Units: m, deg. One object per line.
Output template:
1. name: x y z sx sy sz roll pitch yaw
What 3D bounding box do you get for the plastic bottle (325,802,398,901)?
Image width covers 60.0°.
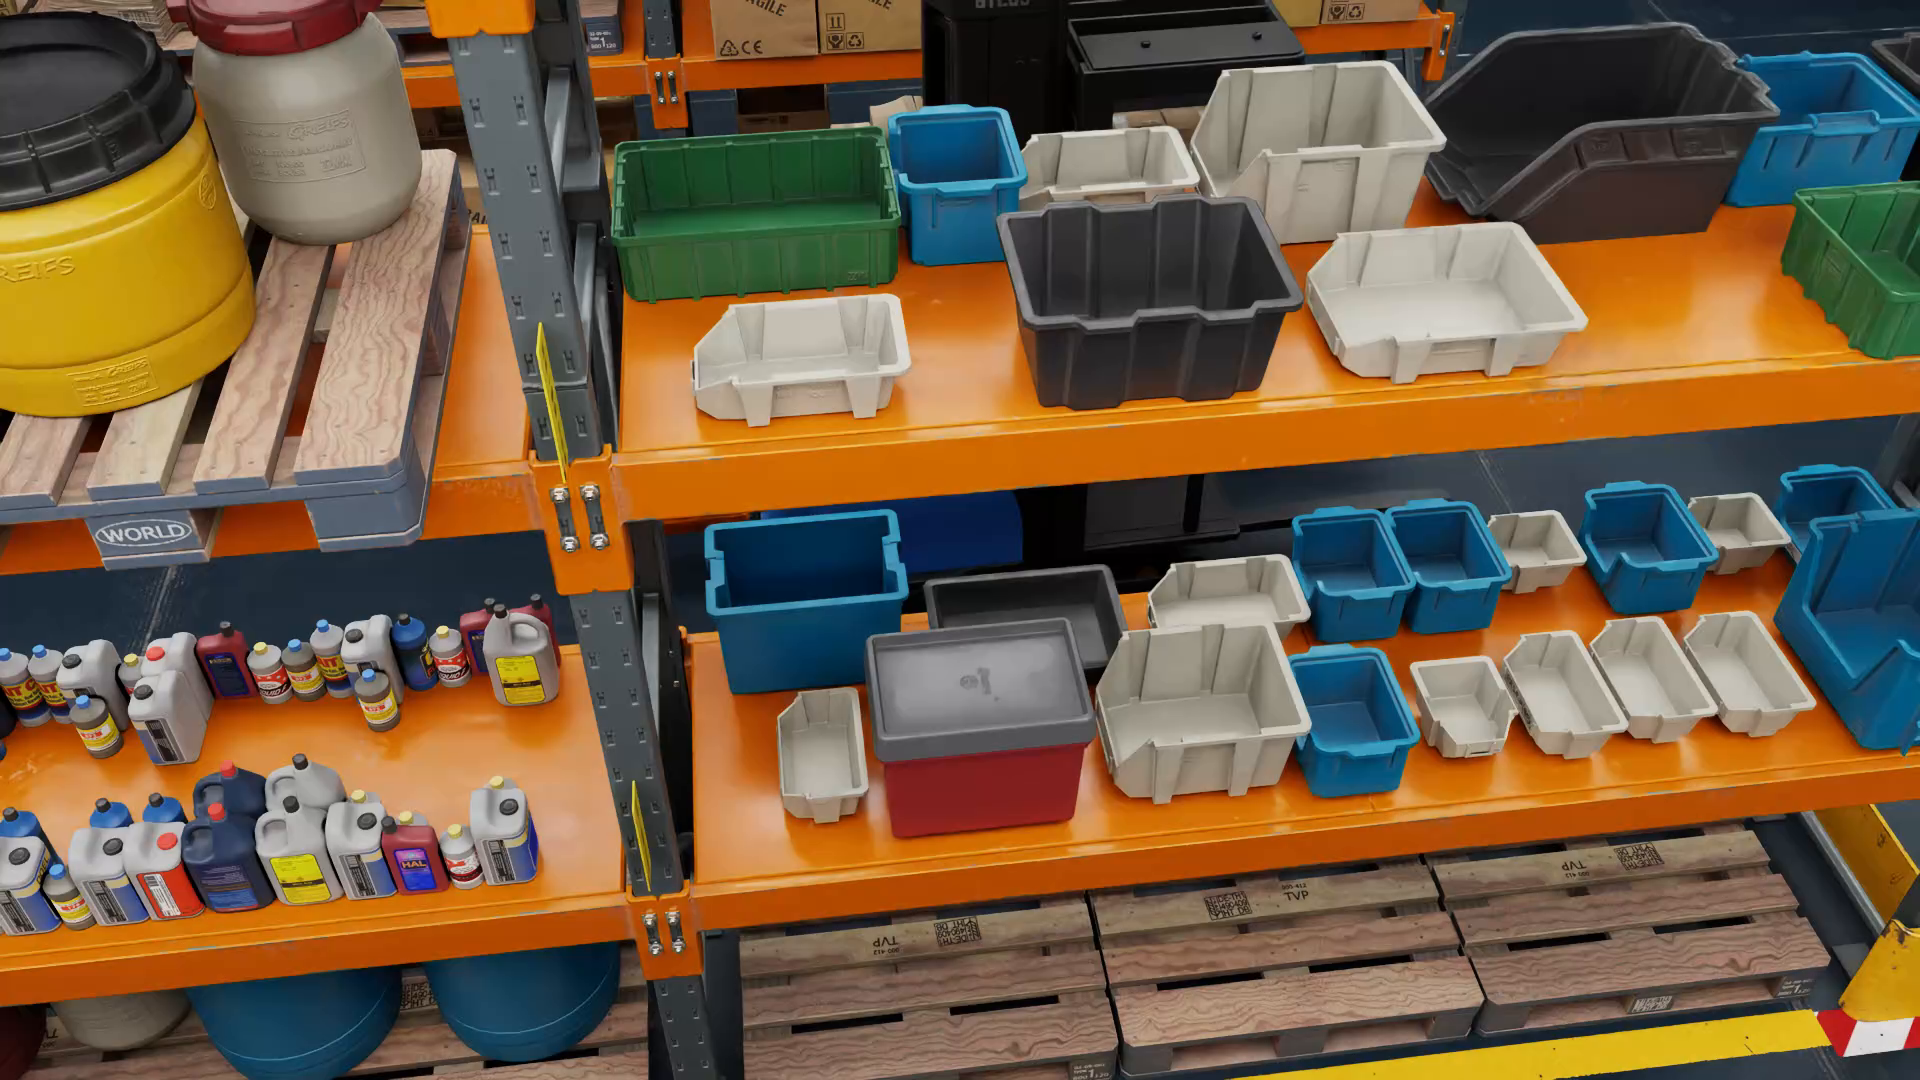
1. plastic bottle: -1.582 0.812 4.418 0.135 0.276 0.152 -5 42 -6

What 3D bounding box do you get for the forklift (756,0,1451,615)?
1. forklift: 0.620 -1.158 6.561 3.031 2.935 1.130 -6 42 -7

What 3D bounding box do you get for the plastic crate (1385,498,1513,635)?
1. plastic crate: 1.502 0.095 5.201 0.300 0.233 0.416 -5 42 -6

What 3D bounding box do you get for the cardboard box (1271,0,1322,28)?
1. cardboard box: 1.534 -2.922 8.391 0.500 0.500 0.500 -5 42 -5

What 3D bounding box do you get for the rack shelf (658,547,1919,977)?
1. rack shelf: 1.112 0.579 5.121 4.000 0.370 1.077 -5 42 -6

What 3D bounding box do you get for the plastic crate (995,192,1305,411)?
1. plastic crate: 0.396 -0.506 3.645 0.590 0.269 0.497 -5 42 -6

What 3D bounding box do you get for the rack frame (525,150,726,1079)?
1. rack frame: -0.871 0.485 4.688 0.127 3.000 1.000 -5 42 -6

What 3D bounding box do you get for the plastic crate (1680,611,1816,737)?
1. plastic crate: 2.310 0.405 4.929 0.243 0.136 0.396 -5 42 -6

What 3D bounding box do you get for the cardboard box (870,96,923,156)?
1. cardboard box: -0.238 -2.273 9.424 0.500 0.311 0.500 -5 42 -6

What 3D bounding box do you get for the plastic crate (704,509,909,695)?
1. plastic crate: -0.453 0.202 4.969 0.575 0.384 0.392 -5 42 -6

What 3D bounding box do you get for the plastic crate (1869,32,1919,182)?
1. plastic crate: 2.677 -1.079 4.280 0.590 0.269 0.497 -5 42 -6

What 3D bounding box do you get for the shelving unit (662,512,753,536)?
1. shelving unit: -1.144 -0.309 6.909 0.503 1.200 0.258 -7 42 -7

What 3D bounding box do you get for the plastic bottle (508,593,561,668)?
1. plastic bottle: -1.290 0.277 5.006 0.133 0.283 0.061 -5 42 -6

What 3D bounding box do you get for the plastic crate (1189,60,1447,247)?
1. plastic crate: 0.857 -0.945 4.122 0.530 0.282 0.437 -5 42 -6

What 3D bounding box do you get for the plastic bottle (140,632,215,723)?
1. plastic bottle: -2.298 0.399 4.876 0.135 0.276 0.152 -5 42 -6

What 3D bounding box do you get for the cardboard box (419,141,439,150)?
1. cardboard box: -2.950 -1.726 8.677 0.500 0.500 0.500 -5 42 -5

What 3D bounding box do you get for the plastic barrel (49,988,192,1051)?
1. plastic barrel: -2.687 1.340 5.284 0.421 0.512 0.421 0 42 0

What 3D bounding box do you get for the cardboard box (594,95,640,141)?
1. cardboard box: -2.021 -2.160 9.158 0.500 0.500 0.500 -7 42 -7

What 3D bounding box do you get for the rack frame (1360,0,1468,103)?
1. rack frame: 2.456 -3.152 8.720 0.127 3.000 1.000 -5 42 -6

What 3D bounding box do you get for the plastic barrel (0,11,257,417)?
1. plastic barrel: -1.750 -0.640 3.242 0.600 0.588 0.600 0 42 0

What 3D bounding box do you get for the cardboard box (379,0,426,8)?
1. cardboard box: -2.682 -3.003 8.167 0.500 0.500 0.700 1 42 1

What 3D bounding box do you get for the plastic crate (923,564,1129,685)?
1. plastic crate: 0.204 0.289 5.065 0.590 0.125 0.437 -5 42 -6

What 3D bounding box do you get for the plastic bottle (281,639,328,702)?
1. plastic bottle: -1.958 0.378 4.955 0.097 0.201 0.097 0 42 0

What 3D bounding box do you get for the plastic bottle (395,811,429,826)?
1. plastic bottle: -1.472 0.807 4.479 0.097 0.201 0.097 0 42 0

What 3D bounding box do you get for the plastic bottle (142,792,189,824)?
1. plastic bottle: -2.117 0.776 4.461 0.097 0.271 0.097 0 42 0

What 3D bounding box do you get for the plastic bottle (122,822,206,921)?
1. plastic bottle: -2.082 0.856 4.370 0.135 0.276 0.152 -5 42 -6

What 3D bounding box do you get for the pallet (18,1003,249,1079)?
1. pallet: -2.854 1.668 5.458 1.213 0.211 1.003 -5 42 -6

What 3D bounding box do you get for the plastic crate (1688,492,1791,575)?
1. plastic crate: 2.479 -0.011 5.390 0.298 0.136 0.250 -5 42 -6

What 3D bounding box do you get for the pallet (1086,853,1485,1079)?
1. pallet: 1.065 1.323 5.841 1.213 0.211 1.003 -5 42 -6

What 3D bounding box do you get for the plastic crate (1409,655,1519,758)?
1. plastic crate: 1.456 0.499 4.825 0.250 0.136 0.298 -5 42 -6

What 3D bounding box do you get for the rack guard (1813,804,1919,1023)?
1. rack guard: 3.117 1.055 5.922 0.348 0.500 1.175 -5 42 -6

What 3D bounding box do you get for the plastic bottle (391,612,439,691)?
1. plastic bottle: -1.631 0.324 4.963 0.097 0.271 0.097 0 42 0

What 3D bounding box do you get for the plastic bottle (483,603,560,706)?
1. plastic bottle: -1.302 0.322 4.905 0.185 0.351 0.144 -5 42 -6

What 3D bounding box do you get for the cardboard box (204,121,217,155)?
1. cardboard box: -4.066 -1.974 8.952 0.500 0.500 0.500 -6 42 -7

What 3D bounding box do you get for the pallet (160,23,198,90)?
1. pallet: -3.548 -2.558 8.205 1.213 0.211 1.003 -5 42 -6

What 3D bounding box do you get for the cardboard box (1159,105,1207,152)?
1. cardboard box: 1.385 -2.392 9.602 0.500 0.250 0.500 -5 42 -6

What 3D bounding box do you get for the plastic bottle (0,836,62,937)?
1. plastic bottle: -2.446 0.888 4.334 0.135 0.276 0.152 -5 42 -6

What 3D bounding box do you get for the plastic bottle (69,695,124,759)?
1. plastic bottle: -2.493 0.528 4.789 0.097 0.201 0.097 0 42 0

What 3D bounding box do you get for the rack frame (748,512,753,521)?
1. rack frame: -0.903 -0.337 6.938 0.015 1.200 0.240 -7 42 -7

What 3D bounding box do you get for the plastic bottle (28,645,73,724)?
1. plastic bottle: -2.646 0.413 4.864 0.097 0.271 0.097 0 42 0

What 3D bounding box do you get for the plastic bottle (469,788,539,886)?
1. plastic bottle: -1.220 0.780 4.453 0.135 0.276 0.152 -5 42 -6

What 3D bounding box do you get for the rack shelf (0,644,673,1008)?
1. rack shelf: -2.854 0.926 4.736 4.000 0.370 1.077 -5 42 -6

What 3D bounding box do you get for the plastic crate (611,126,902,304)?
1. plastic crate: -0.490 -0.787 4.017 0.662 0.188 0.450 -5 42 -6
